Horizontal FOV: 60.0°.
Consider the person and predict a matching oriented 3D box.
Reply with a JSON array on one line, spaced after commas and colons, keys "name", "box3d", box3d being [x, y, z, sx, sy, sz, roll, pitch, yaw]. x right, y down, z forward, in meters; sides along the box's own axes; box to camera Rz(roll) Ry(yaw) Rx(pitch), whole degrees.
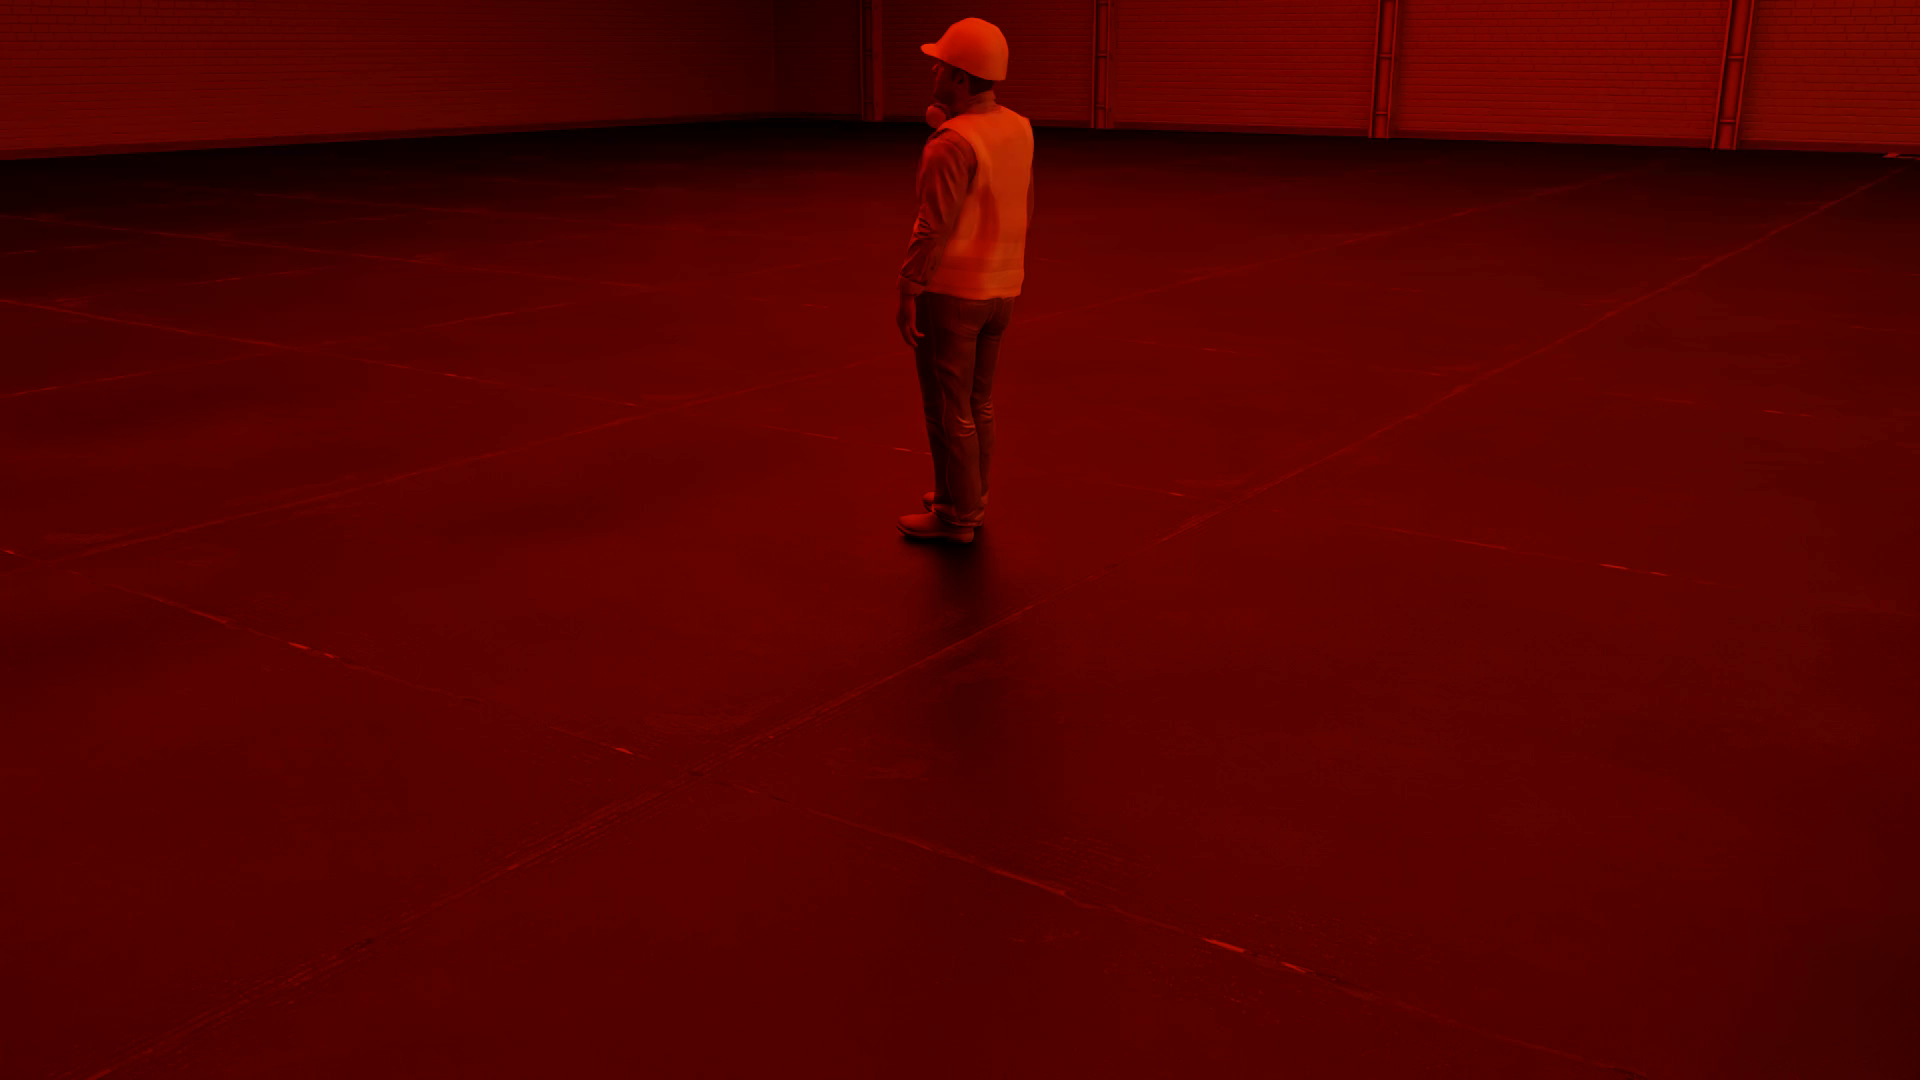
[{"name": "person", "box3d": [-0.048, -0.869, 5.732, 0.566, 1.775, 0.633, 11, 20, 33]}]
